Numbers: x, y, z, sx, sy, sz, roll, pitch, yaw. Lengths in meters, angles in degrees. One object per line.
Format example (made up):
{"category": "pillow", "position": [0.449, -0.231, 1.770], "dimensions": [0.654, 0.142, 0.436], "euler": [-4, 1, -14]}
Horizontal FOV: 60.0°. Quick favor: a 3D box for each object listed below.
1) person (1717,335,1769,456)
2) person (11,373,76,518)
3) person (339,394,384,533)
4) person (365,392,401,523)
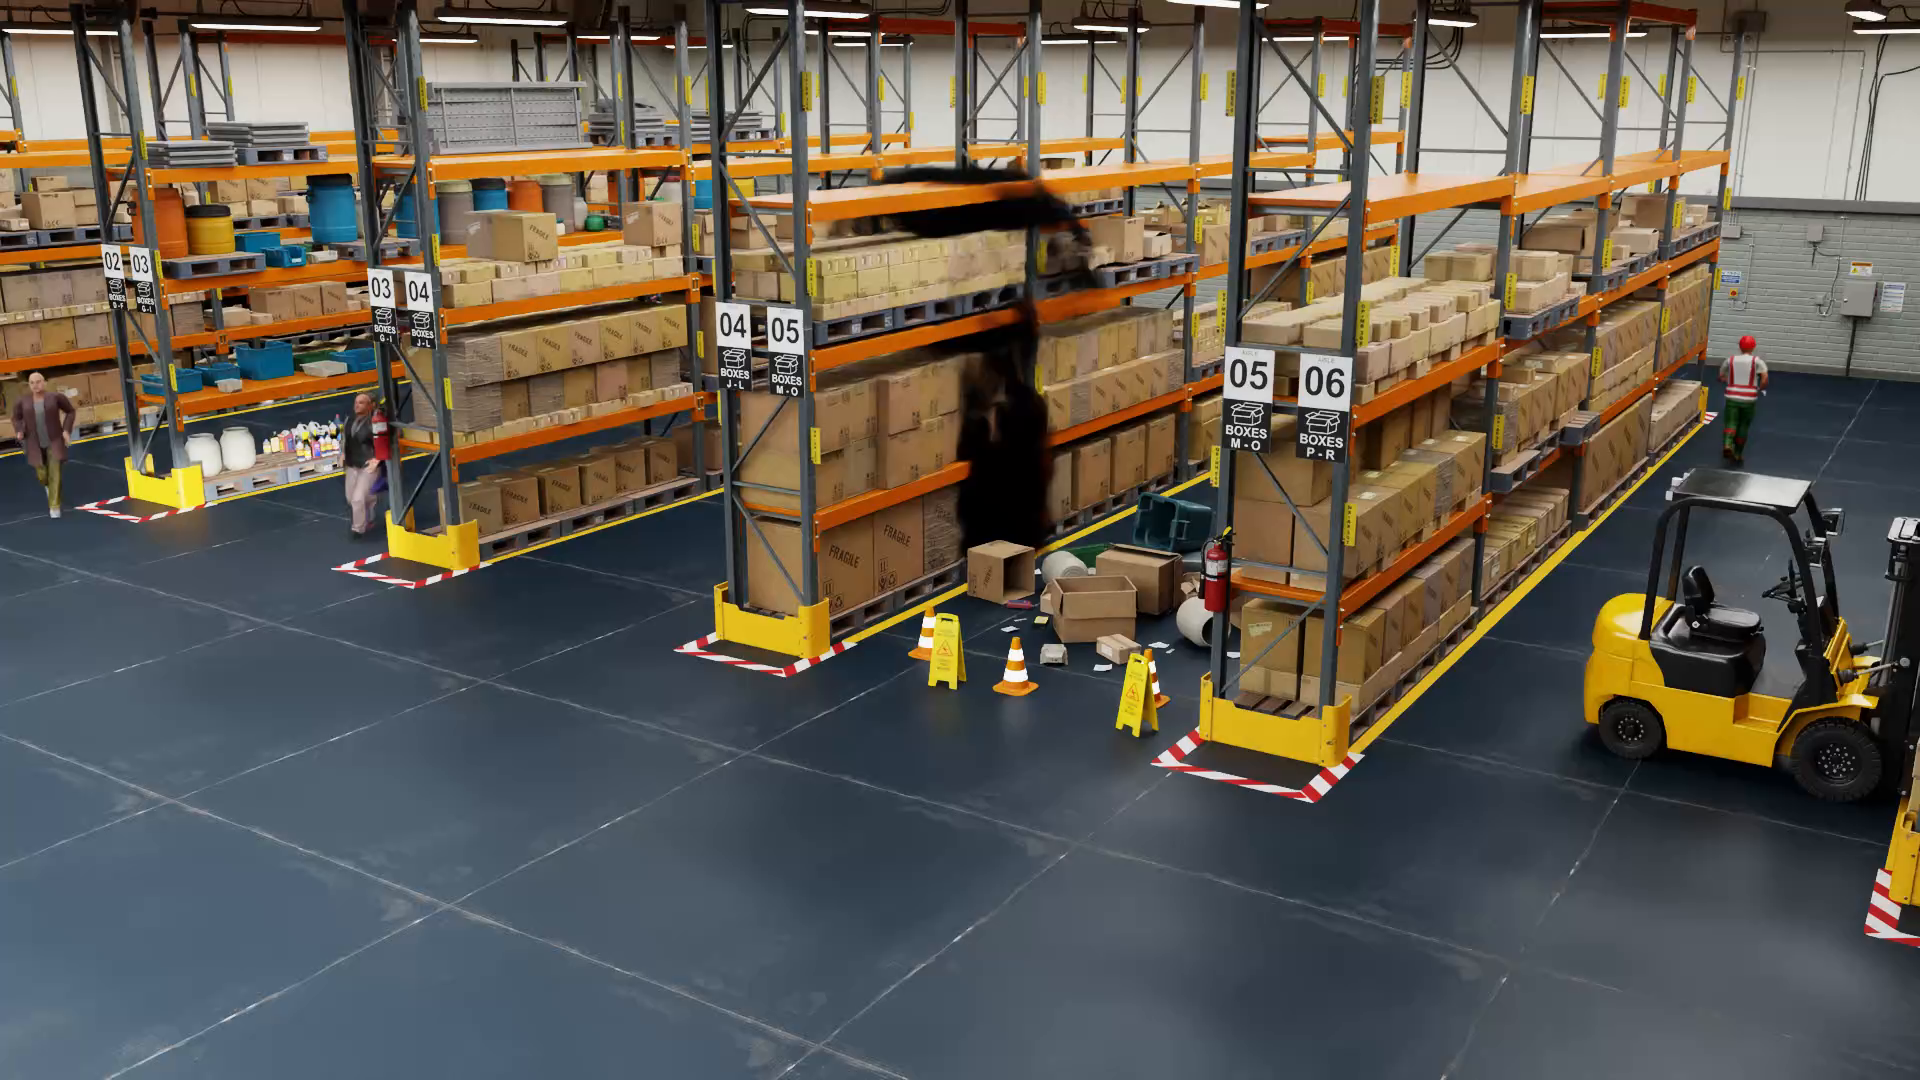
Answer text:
{"category": "person", "position": [10.650, -1.938, 22.687], "dimensions": [0.656, 1.707, 0.822], "euler": [9, 18, 29]}
{"category": "person", "position": [-11.118, -1.191, 20.260], "dimensions": [0.698, 1.743, 0.873], "euler": [-6, 17, -22]}
{"category": "person", "position": [-6.827, -0.891, 19.213], "dimensions": [0.684, 1.630, 0.576], "euler": [5, 16, 18]}
{"category": "person", "position": [-6.939, -1.013, 19.780], "dimensions": [0.597, 1.525, 0.722], "euler": [8, 17, 25]}
